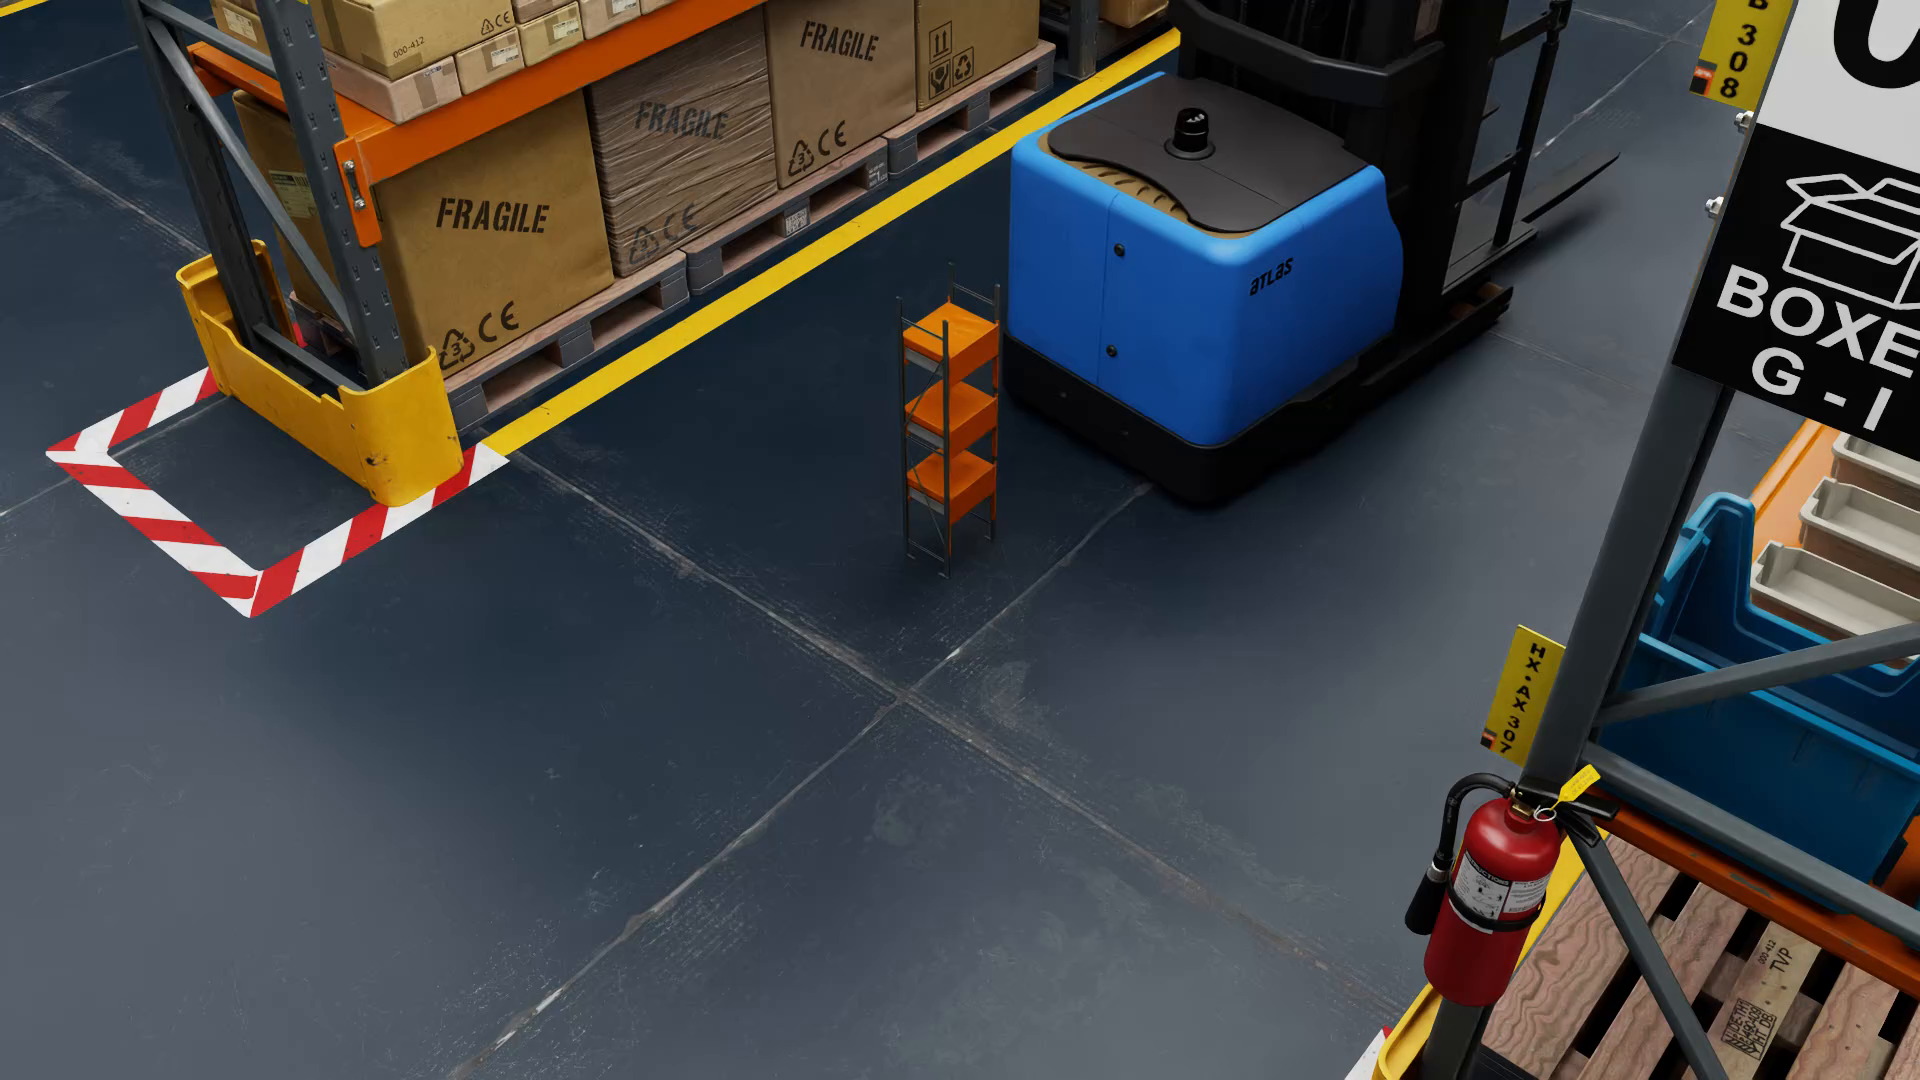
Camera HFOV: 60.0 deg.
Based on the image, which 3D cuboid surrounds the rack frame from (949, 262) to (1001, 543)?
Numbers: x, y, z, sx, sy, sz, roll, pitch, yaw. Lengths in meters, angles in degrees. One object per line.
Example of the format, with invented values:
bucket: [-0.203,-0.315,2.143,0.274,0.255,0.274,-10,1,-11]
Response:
rack frame: [0.044,-0.424,5.436,0.200,1.050,0.008,29,50,28]

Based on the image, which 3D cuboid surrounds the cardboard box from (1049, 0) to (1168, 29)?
cardboard box: [0.653,-3.327,8.447,1.225,0.875,0.875,30,50,29]

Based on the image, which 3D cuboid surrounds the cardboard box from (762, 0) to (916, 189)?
cardboard box: [-0.809,-2.221,7.230,0.875,0.875,0.875,29,50,28]

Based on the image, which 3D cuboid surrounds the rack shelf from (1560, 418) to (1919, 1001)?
rack shelf: [2.760,-0.180,4.252,1.077,0.370,4.000,29,50,28]

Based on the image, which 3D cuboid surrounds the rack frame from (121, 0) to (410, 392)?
rack frame: [-2.318,-1.560,5.236,1.000,3.000,0.127,29,50,28]

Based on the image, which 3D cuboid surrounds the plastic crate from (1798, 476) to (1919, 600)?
plastic crate: [2.057,0.018,3.652,0.396,0.136,0.243,29,50,28]

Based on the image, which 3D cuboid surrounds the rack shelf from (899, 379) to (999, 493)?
rack shelf: [-0.034,-0.353,5.374,0.215,0.259,0.240,29,50,28]

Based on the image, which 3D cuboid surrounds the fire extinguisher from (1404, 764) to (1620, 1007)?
fire extinguisher: [1.028,0.632,3.160,0.296,0.674,0.183,29,50,28]

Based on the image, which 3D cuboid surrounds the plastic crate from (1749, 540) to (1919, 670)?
plastic crate: [1.860,0.161,3.494,0.396,0.136,0.243,29,50,28]

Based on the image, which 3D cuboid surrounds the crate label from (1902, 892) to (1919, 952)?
crate label: [1.884,0.639,2.897,0.416,0.233,0.303,29,50,28]

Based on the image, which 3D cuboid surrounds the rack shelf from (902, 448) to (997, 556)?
rack shelf: [-0.034,-0.147,5.561,0.215,0.259,0.240,29,50,28]

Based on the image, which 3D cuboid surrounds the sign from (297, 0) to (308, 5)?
sign: [-1.897,-1.667,4.651,0.100,0.325,0.005,29,50,28]

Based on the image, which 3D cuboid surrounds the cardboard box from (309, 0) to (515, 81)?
cardboard box: [-1.802,-1.745,5.330,0.500,0.250,0.500,28,49,27]

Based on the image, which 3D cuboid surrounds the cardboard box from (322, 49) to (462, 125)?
cardboard box: [-1.837,-1.507,5.365,0.380,0.149,0.250,30,50,29]

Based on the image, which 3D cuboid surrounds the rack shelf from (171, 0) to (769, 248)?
rack shelf: [-1.030,-2.324,6.611,1.077,0.370,4.000,29,50,28]

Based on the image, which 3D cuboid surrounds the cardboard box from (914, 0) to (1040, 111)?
cardboard box: [-0.229,-2.684,7.739,0.875,0.875,0.875,29,50,28]

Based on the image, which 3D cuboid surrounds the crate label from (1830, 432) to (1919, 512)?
crate label: [2.218,-0.136,3.821,0.396,0.136,0.243,29,50,28]

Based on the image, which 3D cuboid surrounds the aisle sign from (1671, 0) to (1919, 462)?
aisle sign: [1.203,-0.467,2.102,0.394,0.787,0.004,29,50,28]

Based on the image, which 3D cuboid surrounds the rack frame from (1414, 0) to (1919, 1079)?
rack frame: [1.471,0.583,2.879,0.949,2.616,0.053,29,50,28]

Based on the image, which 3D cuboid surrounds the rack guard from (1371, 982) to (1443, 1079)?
rack guard: [1.468,1.527,3.699,1.175,0.500,0.348,29,50,28]

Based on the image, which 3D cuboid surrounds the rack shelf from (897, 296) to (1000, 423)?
rack shelf: [-0.034,-0.563,5.183,0.215,0.259,0.240,29,50,28]

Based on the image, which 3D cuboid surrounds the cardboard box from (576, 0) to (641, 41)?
cardboard box: [-1.341,-1.907,5.804,0.380,0.149,0.250,29,50,28]

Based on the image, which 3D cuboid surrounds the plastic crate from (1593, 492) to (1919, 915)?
plastic crate: [1.546,0.296,3.124,0.616,0.435,0.499,29,50,28]

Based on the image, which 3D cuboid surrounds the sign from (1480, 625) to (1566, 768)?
sign: [1.042,0.294,3.076,0.100,0.325,0.005,29,50,28]

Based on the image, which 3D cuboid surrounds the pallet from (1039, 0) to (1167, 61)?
pallet: [0.696,-3.018,8.912,1.003,0.211,1.213,29,50,28]

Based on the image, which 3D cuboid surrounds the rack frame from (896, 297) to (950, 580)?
rack frame: [-0.113,-0.298,5.297,0.200,1.050,0.008,29,50,28]

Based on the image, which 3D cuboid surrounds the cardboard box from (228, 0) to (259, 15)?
cardboard box: [-2.209,-1.979,5.587,0.500,0.250,0.500,29,50,28]

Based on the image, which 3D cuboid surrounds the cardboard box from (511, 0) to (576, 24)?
cardboard box: [-1.473,-2.016,5.627,0.500,0.250,0.500,29,50,28]

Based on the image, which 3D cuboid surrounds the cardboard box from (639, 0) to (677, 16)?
cardboard box: [-1.177,-2.037,5.948,0.380,0.149,0.250,29,49,28]

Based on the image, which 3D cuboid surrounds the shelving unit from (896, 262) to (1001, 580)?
shelving unit: [-0.034,-0.361,5.367,0.215,1.050,0.252,29,50,28]

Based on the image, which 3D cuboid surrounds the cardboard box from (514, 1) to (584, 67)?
cardboard box: [-1.508,-1.772,5.656,0.380,0.149,0.250,28,49,28]

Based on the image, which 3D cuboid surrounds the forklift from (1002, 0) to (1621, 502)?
forklift: [1.575,-2.091,5.871,3.031,2.935,1.130,-33,51,-31]

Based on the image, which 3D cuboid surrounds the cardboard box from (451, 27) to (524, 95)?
cardboard box: [-1.673,-1.640,5.511,0.380,0.149,0.250,29,50,28]

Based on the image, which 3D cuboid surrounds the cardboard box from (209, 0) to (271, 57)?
cardboard box: [-2.340,-1.793,5.679,0.380,0.149,0.250,30,50,29]

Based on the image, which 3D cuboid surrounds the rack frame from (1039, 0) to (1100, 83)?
rack frame: [0.257,-3.620,7.501,1.000,3.000,0.127,29,50,28]

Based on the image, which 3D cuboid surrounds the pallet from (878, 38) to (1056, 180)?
pallet: [-0.293,-2.231,8.046,1.003,0.211,1.213,29,50,28]

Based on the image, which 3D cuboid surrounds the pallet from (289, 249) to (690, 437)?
pallet: [-1.863,-0.974,6.664,1.003,0.211,1.213,29,50,28]

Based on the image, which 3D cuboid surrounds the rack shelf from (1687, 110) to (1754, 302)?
rack shelf: [2.760,-1.289,3.243,1.077,0.370,4.000,29,50,28]

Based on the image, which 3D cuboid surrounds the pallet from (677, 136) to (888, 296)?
pallet: [-1.078,-1.599,7.352,1.003,0.211,1.213,29,50,28]

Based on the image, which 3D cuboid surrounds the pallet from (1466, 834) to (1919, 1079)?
pallet: [2.034,1.208,4.265,1.003,0.211,1.213,29,50,28]

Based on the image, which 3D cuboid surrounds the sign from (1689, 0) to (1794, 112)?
sign: [1.042,-0.717,2.157,0.100,0.325,0.005,29,50,28]

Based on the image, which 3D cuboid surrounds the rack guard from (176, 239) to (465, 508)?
rack guard: [-2.333,-0.623,6.064,1.175,0.500,0.348,29,50,28]

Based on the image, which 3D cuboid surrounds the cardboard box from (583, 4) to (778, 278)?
cardboard box: [-1.381,-1.762,6.726,0.875,0.875,0.875,29,50,28]

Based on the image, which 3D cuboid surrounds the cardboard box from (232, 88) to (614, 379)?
cardboard box: [-1.967,-1.294,6.210,0.875,0.875,0.875,29,50,28]
